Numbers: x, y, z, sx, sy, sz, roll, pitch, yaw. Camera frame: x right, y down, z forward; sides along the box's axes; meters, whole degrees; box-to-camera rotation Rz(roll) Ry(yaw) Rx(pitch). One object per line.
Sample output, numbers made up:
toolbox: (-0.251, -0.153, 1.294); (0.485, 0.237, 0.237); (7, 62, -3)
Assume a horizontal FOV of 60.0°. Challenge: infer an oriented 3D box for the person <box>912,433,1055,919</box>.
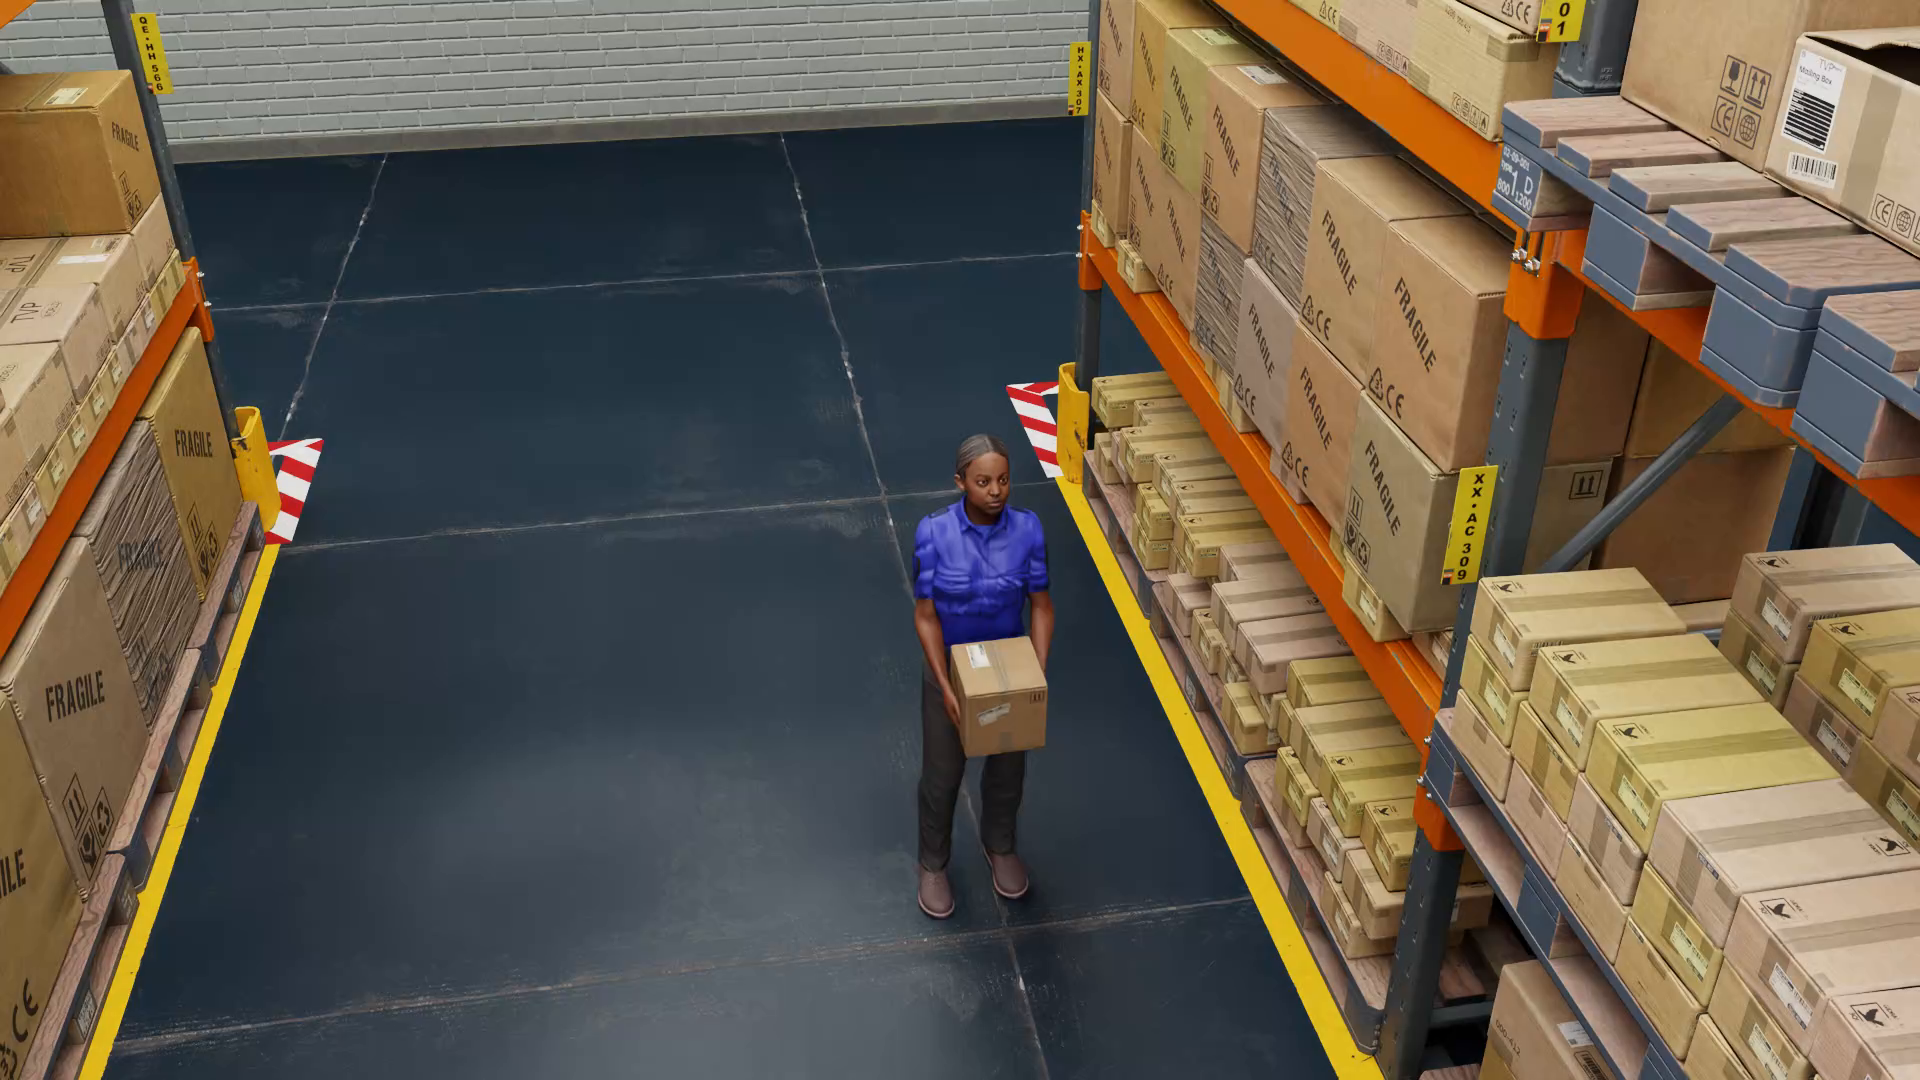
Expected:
person: (0.074, 0.471, 5.348); (0.466, 1.657, 0.497); (-6, 31, -9)
